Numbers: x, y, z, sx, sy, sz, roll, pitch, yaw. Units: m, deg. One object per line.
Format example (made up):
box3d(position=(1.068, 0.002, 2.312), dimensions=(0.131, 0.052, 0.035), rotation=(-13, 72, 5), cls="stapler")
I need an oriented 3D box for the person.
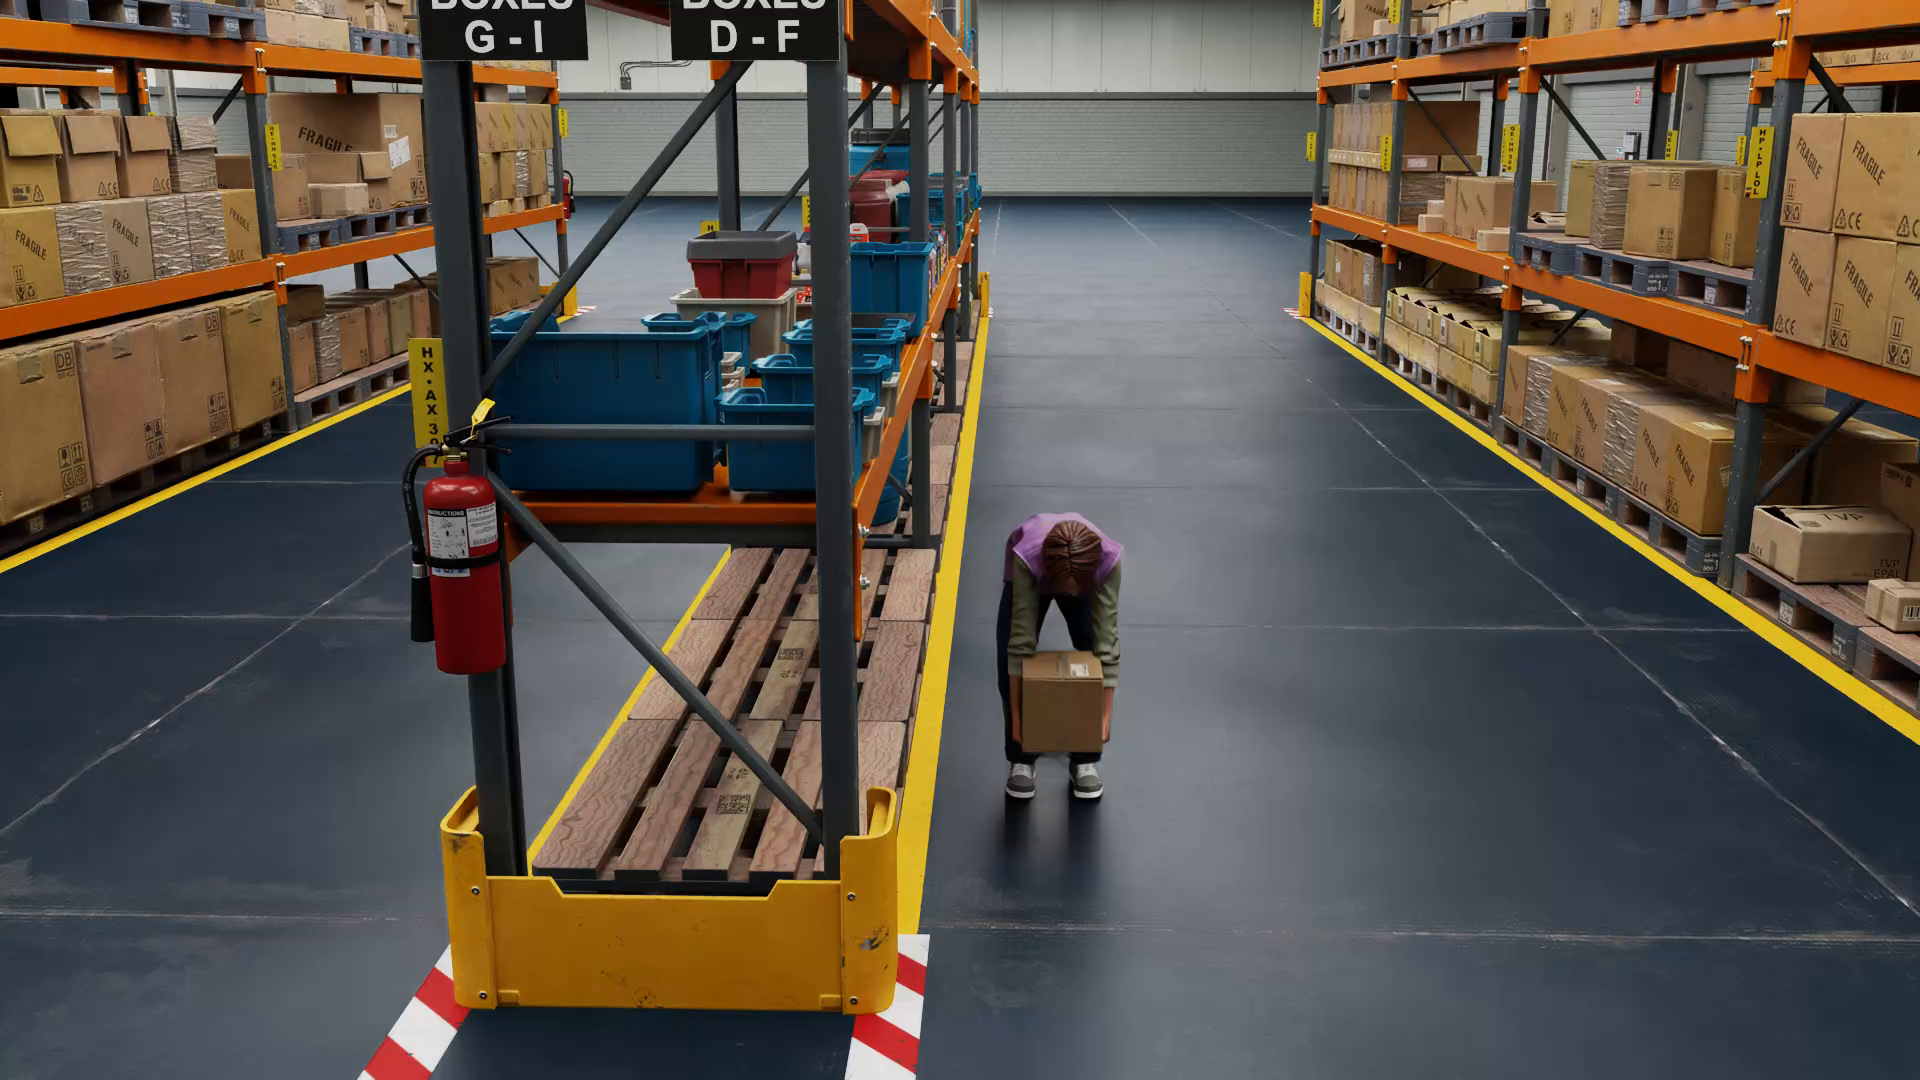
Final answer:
box3d(position=(0.332, 0.394, 5.537), dimensions=(0.408, 1.073, 0.850), rotation=(0, 14, -1), cls="person")
